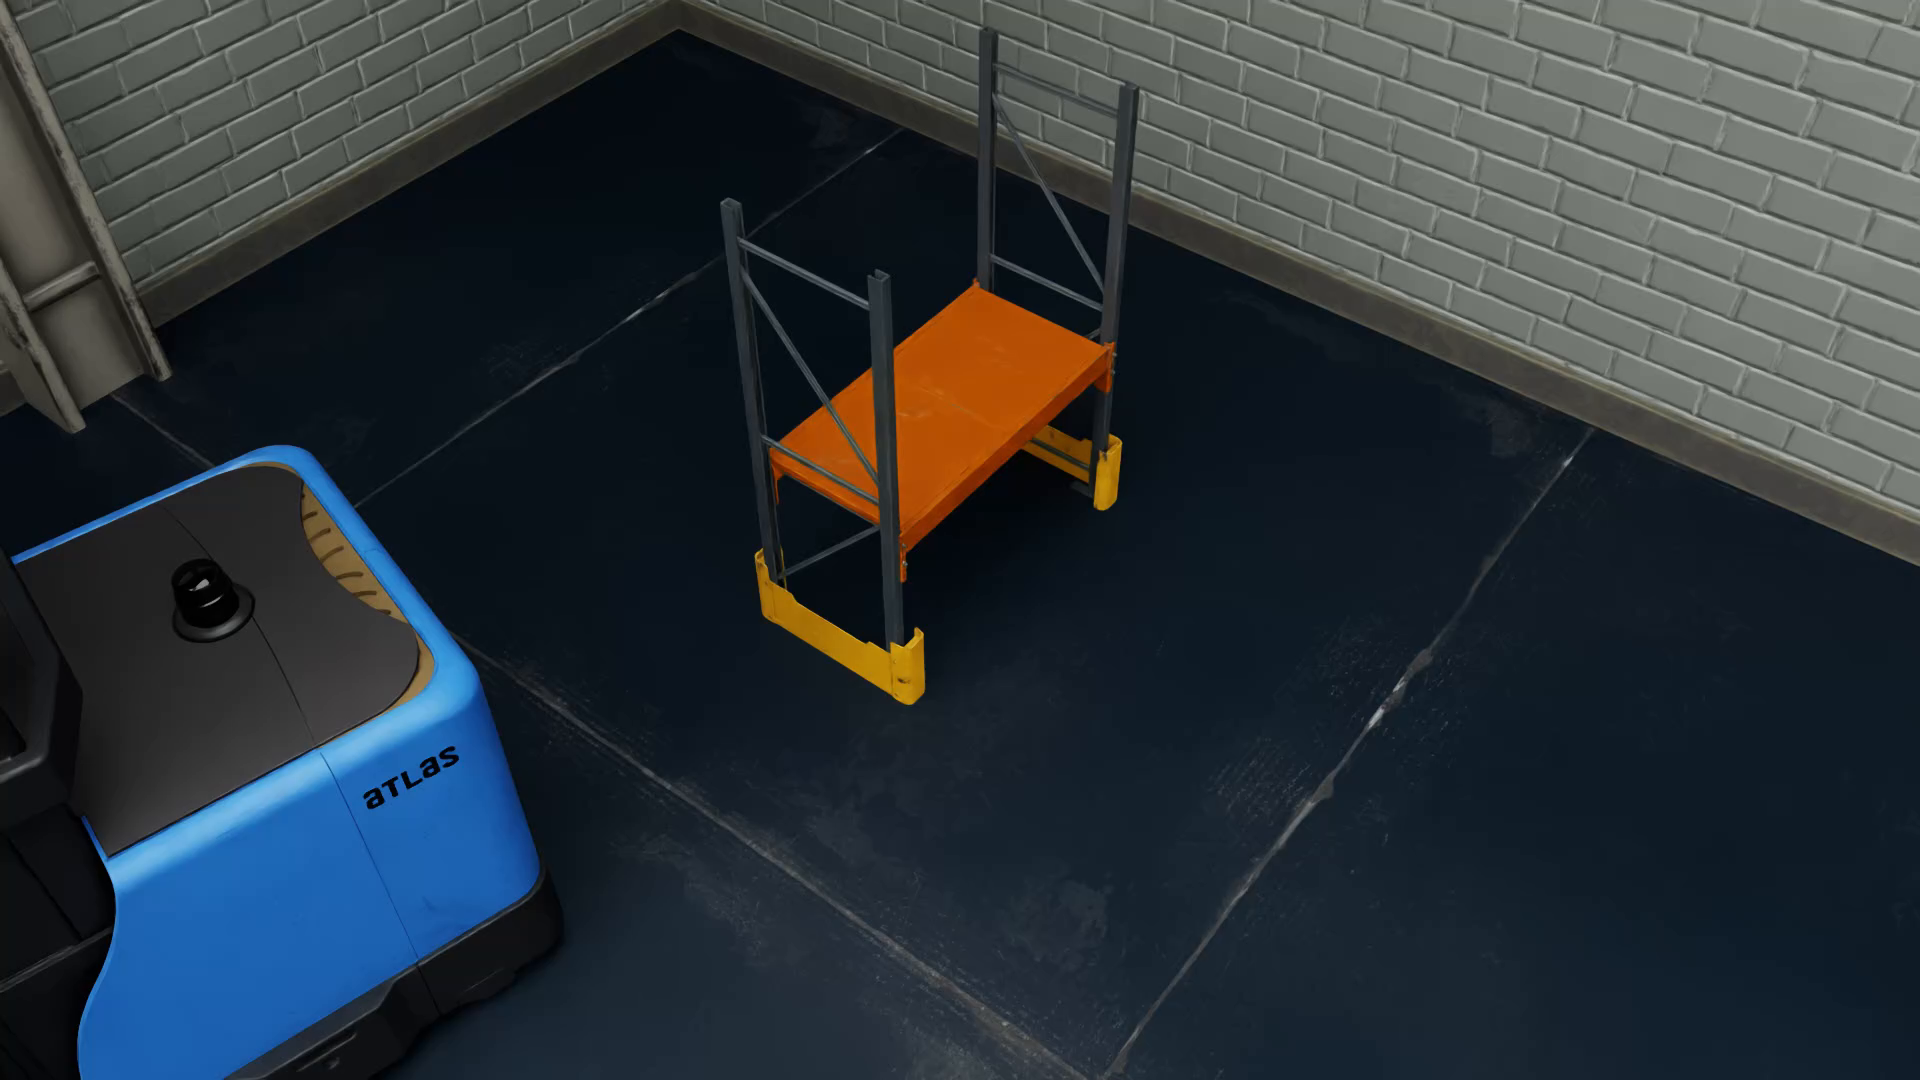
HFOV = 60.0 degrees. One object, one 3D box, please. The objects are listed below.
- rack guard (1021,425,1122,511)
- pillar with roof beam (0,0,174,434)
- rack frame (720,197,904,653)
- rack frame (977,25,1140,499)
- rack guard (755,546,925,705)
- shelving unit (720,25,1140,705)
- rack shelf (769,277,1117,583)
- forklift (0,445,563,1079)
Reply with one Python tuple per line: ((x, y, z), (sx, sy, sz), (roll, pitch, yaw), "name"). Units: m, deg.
((0.258, -0.328, 5.390), (0.587, 0.250, 0.087), (29, 53, 25), "rack guard")
((0.423, -1.740, 0.689), (9.100, 9.000, 0.400), (29, 53, 25), "pillar with roof beam")
((-0.363, -0.178, 4.383), (0.500, 1.500, 0.032), (29, 53, 25), "rack frame")
((0.259, -0.760, 4.939), (0.500, 1.500, 0.032), (29, 53, 25), "rack frame")
((-0.351, 0.242, 4.846), (0.587, 0.250, 0.087), (29, 53, 25), "rack guard")
((-0.047, -0.474, 4.666), (0.587, 1.500, 1.083), (29, 53, 25), "shelving unit")
((-0.052, -0.345, 4.791), (0.538, 0.185, 1.000), (29, 53, 25), "rack shelf")
((-2.477, 0.409, 2.832), (3.031, 2.935, 1.130), (-30, 53, -25), "forklift")
